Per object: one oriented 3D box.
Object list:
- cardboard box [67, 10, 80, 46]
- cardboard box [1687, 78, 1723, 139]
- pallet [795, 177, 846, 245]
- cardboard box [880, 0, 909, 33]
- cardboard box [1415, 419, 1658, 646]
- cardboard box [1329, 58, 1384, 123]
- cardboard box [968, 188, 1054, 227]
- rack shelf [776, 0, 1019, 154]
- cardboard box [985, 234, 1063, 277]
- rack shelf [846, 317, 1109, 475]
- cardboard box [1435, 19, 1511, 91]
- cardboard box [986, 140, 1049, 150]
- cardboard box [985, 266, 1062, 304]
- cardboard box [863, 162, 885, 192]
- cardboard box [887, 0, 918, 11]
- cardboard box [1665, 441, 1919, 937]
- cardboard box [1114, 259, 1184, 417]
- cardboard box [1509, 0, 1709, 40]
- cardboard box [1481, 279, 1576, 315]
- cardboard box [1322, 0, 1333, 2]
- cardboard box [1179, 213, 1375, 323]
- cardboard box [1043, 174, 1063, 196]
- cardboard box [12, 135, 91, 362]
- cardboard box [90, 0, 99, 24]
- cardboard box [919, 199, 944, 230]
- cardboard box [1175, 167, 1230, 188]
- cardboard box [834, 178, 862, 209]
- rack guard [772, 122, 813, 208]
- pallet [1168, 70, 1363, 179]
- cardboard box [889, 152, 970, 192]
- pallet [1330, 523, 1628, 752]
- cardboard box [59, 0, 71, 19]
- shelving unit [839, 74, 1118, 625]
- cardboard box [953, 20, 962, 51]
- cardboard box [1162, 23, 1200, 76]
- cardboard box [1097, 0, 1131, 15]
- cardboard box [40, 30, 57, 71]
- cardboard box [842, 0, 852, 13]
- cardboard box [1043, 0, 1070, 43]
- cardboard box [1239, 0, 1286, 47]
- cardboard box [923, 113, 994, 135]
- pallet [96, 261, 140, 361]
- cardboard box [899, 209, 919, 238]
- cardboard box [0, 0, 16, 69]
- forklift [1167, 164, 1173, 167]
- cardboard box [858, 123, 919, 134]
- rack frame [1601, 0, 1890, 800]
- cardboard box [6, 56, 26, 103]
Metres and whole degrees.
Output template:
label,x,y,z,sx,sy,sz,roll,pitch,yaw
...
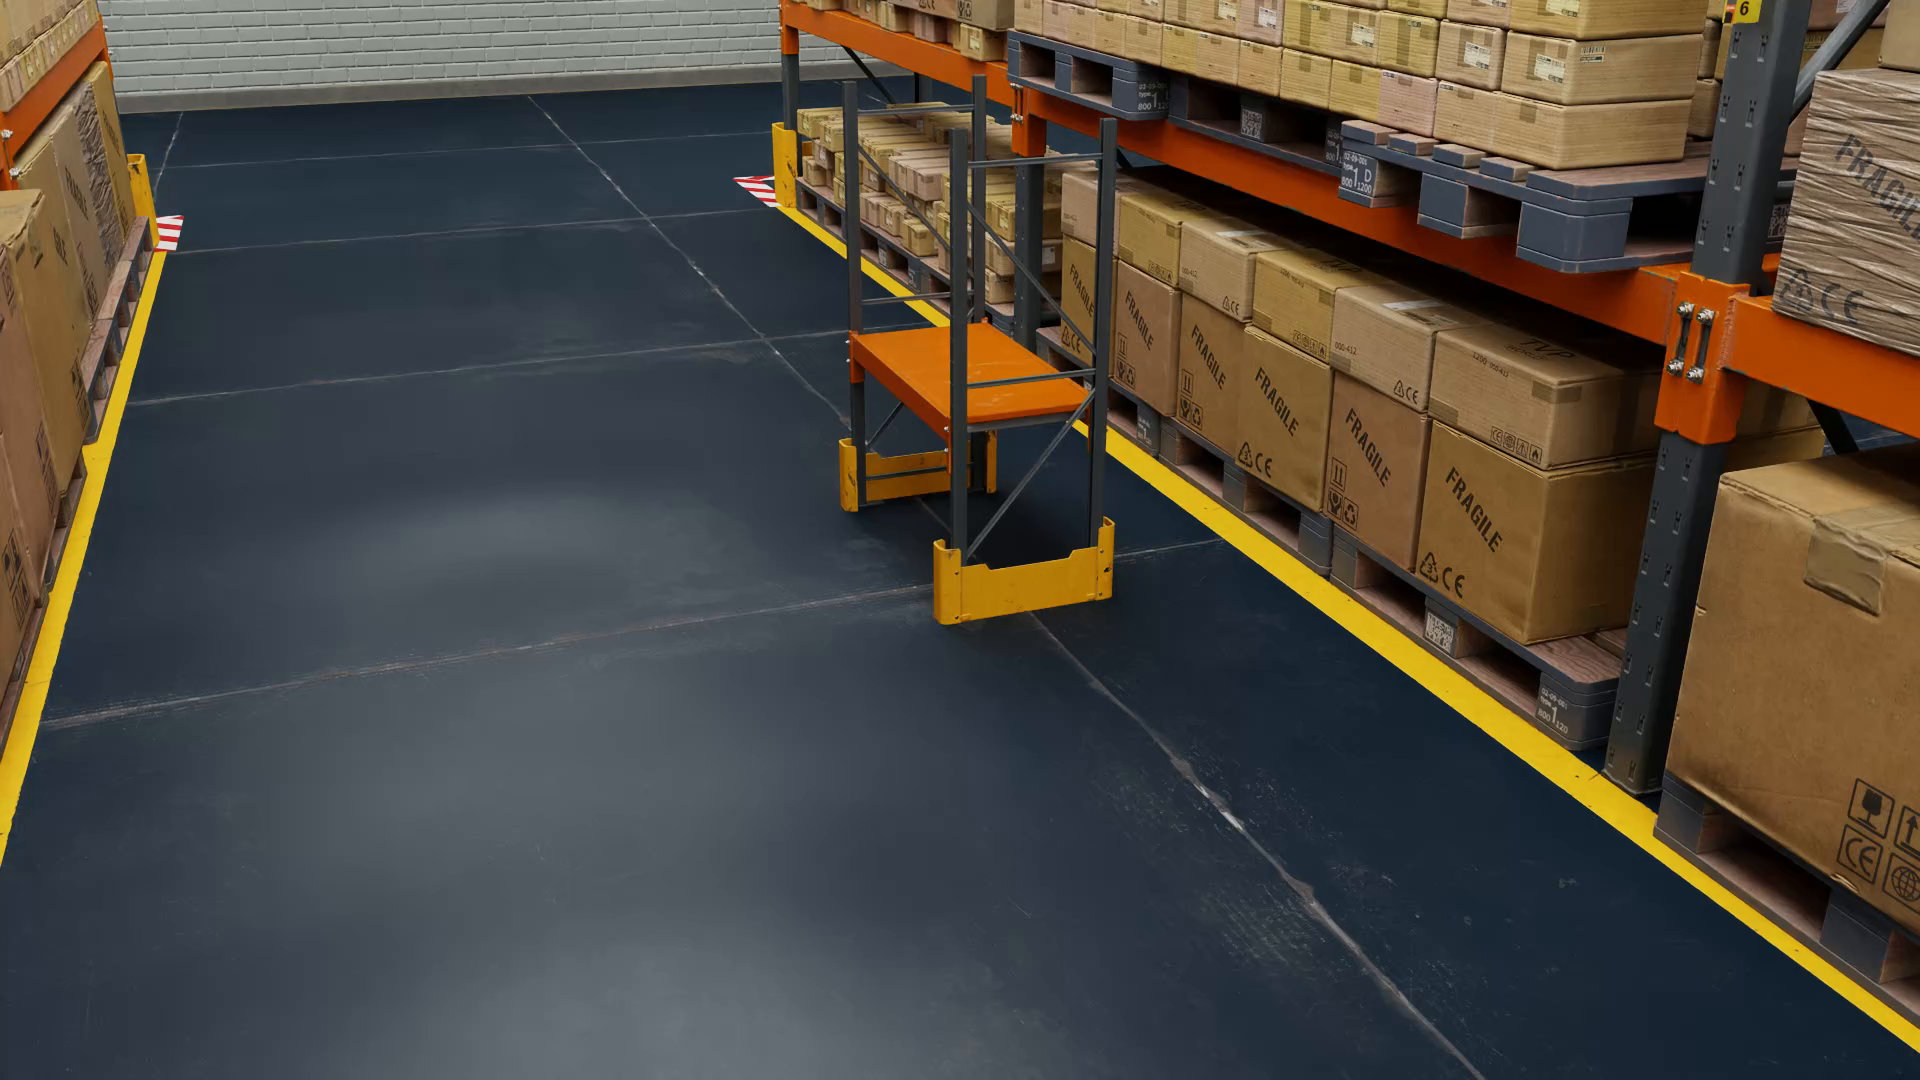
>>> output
label,x,y,z,sx,sy,sz,roll,pitch,yaw
cardboard box,-4.558,-2.511,8.168,0.380,0.149,0.250,-9,24,-20
cardboard box,2.084,-1.184,4.480,0.380,0.149,0.250,-7,24,-16
pallet,-0.397,-2.113,10.491,1.003,0.211,1.213,-8,24,-19
cardboard box,-0.204,-2.786,8.821,0.380,0.149,0.250,-8,24,-18
cardboard box,1.671,-0.063,4.716,0.500,0.500,0.500,-8,24,-19
cardboard box,1.282,-1.287,4.725,0.380,0.149,0.250,-9,24,-20
cardboard box,0.239,-1.607,8.064,0.380,0.149,0.250,-8,24,-18
rack shelf,0.029,-2.667,9.142,1.077,0.370,4.000,-8,24,-19
cardboard box,0.327,-1.360,7.861,0.380,0.149,0.250,-8,24,-18
rack shelf,0.030,-0.494,5.455,0.538,0.185,1.000,-8,24,-19
cardboard box,1.452,-1.247,4.247,0.380,0.149,0.250,-7,24,-17
cardboard box,0.279,-2.151,9.355,0.380,0.149,0.250,-8,24,-19
cardboard box,0.278,-1.247,7.978,0.380,0.149,0.250,-8,24,-18
cardboard box,-0.348,-2.141,9.715,0.380,0.149,0.250,-10,25,-22
cardboard box,-0.057,-2.962,8.403,0.500,0.500,0.500,-8,24,-19
cardboard box,2.279,0.258,3.631,1.050,0.750,0.750,-9,24,-20
cardboard box,0.937,-0.817,6.503,0.500,0.500,0.500,-7,24,-17
cardboard box,1.546,-1.286,3.955,0.380,0.149,0.250,-9,25,-21
cardboard box,1.952,-0.674,5.199,0.500,0.250,0.500,-9,24,-20
cardboard box,1.190,-1.657,4.837,0.380,0.149,0.250,-8,24,-19
cardboard box,1.116,-0.975,5.914,0.500,0.250,0.500,-7,24,-17
cardboard box,0.630,-1.773,8.458,0.380,0.149,0.250,-9,24,-20
cardboard box,-4.099,-1.093,6.677,0.875,0.875,0.875,-8,24,-19
cardboard box,-4.920,-2.882,9.048,0.380,0.149,0.250,-8,24,-18
cardboard box,0.003,-1.746,8.777,0.380,0.149,0.250,-8,24,-18
cardboard box,1.235,-1.423,6.977,0.500,0.250,0.500,-9,24,-20
cardboard box,-0.541,-2.090,9.976,0.380,0.149,0.250,-8,24,-18
rack guard,-0.651,-2.546,11.147,1.175,0.500,0.348,-8,24,-19
pallet,1.411,-1.444,5.560,1.003,0.211,1.213,-8,24,-19
cardboard box,-0.163,-1.983,8.957,0.380,0.149,0.250,-9,25,-21
pallet,1.874,0.182,5.046,1.003,0.211,1.213,-8,24,-19
cardboard box,-4.575,-2.641,7.963,0.500,0.250,0.500,-9,25,-21
shelving unit,0.027,-0.663,5.393,0.587,1.500,1.083,-8,24,-19
cardboard box,0.184,-2.412,7.934,0.380,0.149,0.250,-7,24,-17
cardboard box,0.910,-1.670,5.632,0.380,0.149,0.250,-9,24,-20
cardboard box,0.722,-1.998,6.029,0.380,0.149,0.250,-9,25,-21
cardboard box,-4.192,-2.136,7.280,0.380,0.149,0.250,-8,24,-18
cardboard box,-0.477,-3.180,9.755,0.380,0.149,0.250,-7,24,-17
cardboard box,0.548,-2.044,6.519,0.380,0.149,0.250,-8,24,-18
cardboard box,1.090,-1.619,5.128,0.380,0.149,0.250,-8,24,-18
cardboard box,-0.008,-2.546,10.292,0.380,0.149,0.250,-9,24,-20
pallet,-4.571,-1.074,8.027,1.003,0.211,1.213,-8,24,-19
cardboard box,-0.117,-1.728,9.117,0.380,0.149,0.250,-8,24,-18
cardboard box,-3.862,-1.903,6.212,0.500,0.250,0.500,-9,24,-20
forklift,2.269,-2.714,8.416,1.130,2.935,3.031,-10,25,-22
cardboard box,-0.466,-2.371,9.877,0.380,0.149,0.250,-10,25,-22
rack frame,2.148,-0.819,3.830,1.000,3.000,0.127,-8,24,-19
cardboard box,-3.827,-1.761,6.389,0.380,0.149,0.250,-9,25,-21
